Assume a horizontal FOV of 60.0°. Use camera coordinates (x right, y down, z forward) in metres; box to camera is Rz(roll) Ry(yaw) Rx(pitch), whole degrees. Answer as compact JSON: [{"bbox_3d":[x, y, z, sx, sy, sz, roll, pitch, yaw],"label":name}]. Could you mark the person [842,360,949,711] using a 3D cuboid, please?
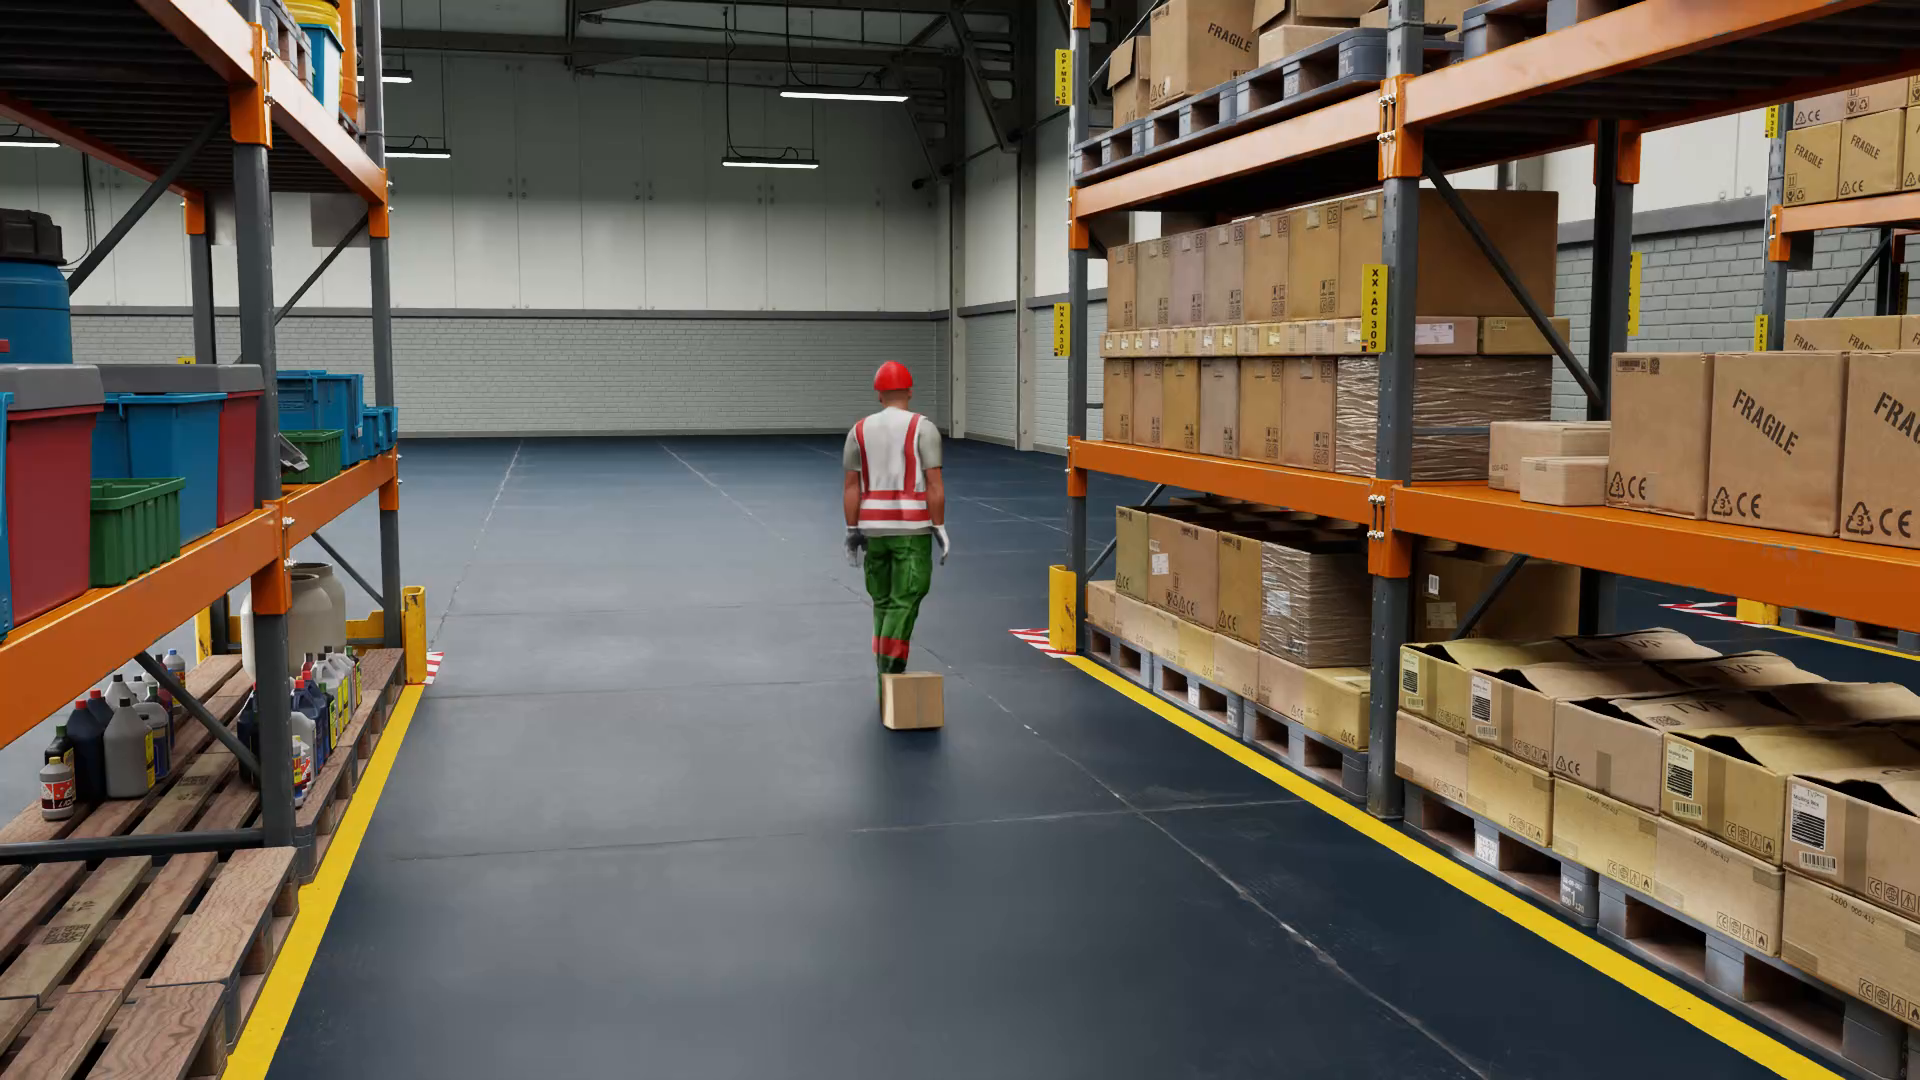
[{"bbox_3d":[-0.335,-0.026,8.536,0.563,1.783,0.576,3,7,25],"label":"person"}]
